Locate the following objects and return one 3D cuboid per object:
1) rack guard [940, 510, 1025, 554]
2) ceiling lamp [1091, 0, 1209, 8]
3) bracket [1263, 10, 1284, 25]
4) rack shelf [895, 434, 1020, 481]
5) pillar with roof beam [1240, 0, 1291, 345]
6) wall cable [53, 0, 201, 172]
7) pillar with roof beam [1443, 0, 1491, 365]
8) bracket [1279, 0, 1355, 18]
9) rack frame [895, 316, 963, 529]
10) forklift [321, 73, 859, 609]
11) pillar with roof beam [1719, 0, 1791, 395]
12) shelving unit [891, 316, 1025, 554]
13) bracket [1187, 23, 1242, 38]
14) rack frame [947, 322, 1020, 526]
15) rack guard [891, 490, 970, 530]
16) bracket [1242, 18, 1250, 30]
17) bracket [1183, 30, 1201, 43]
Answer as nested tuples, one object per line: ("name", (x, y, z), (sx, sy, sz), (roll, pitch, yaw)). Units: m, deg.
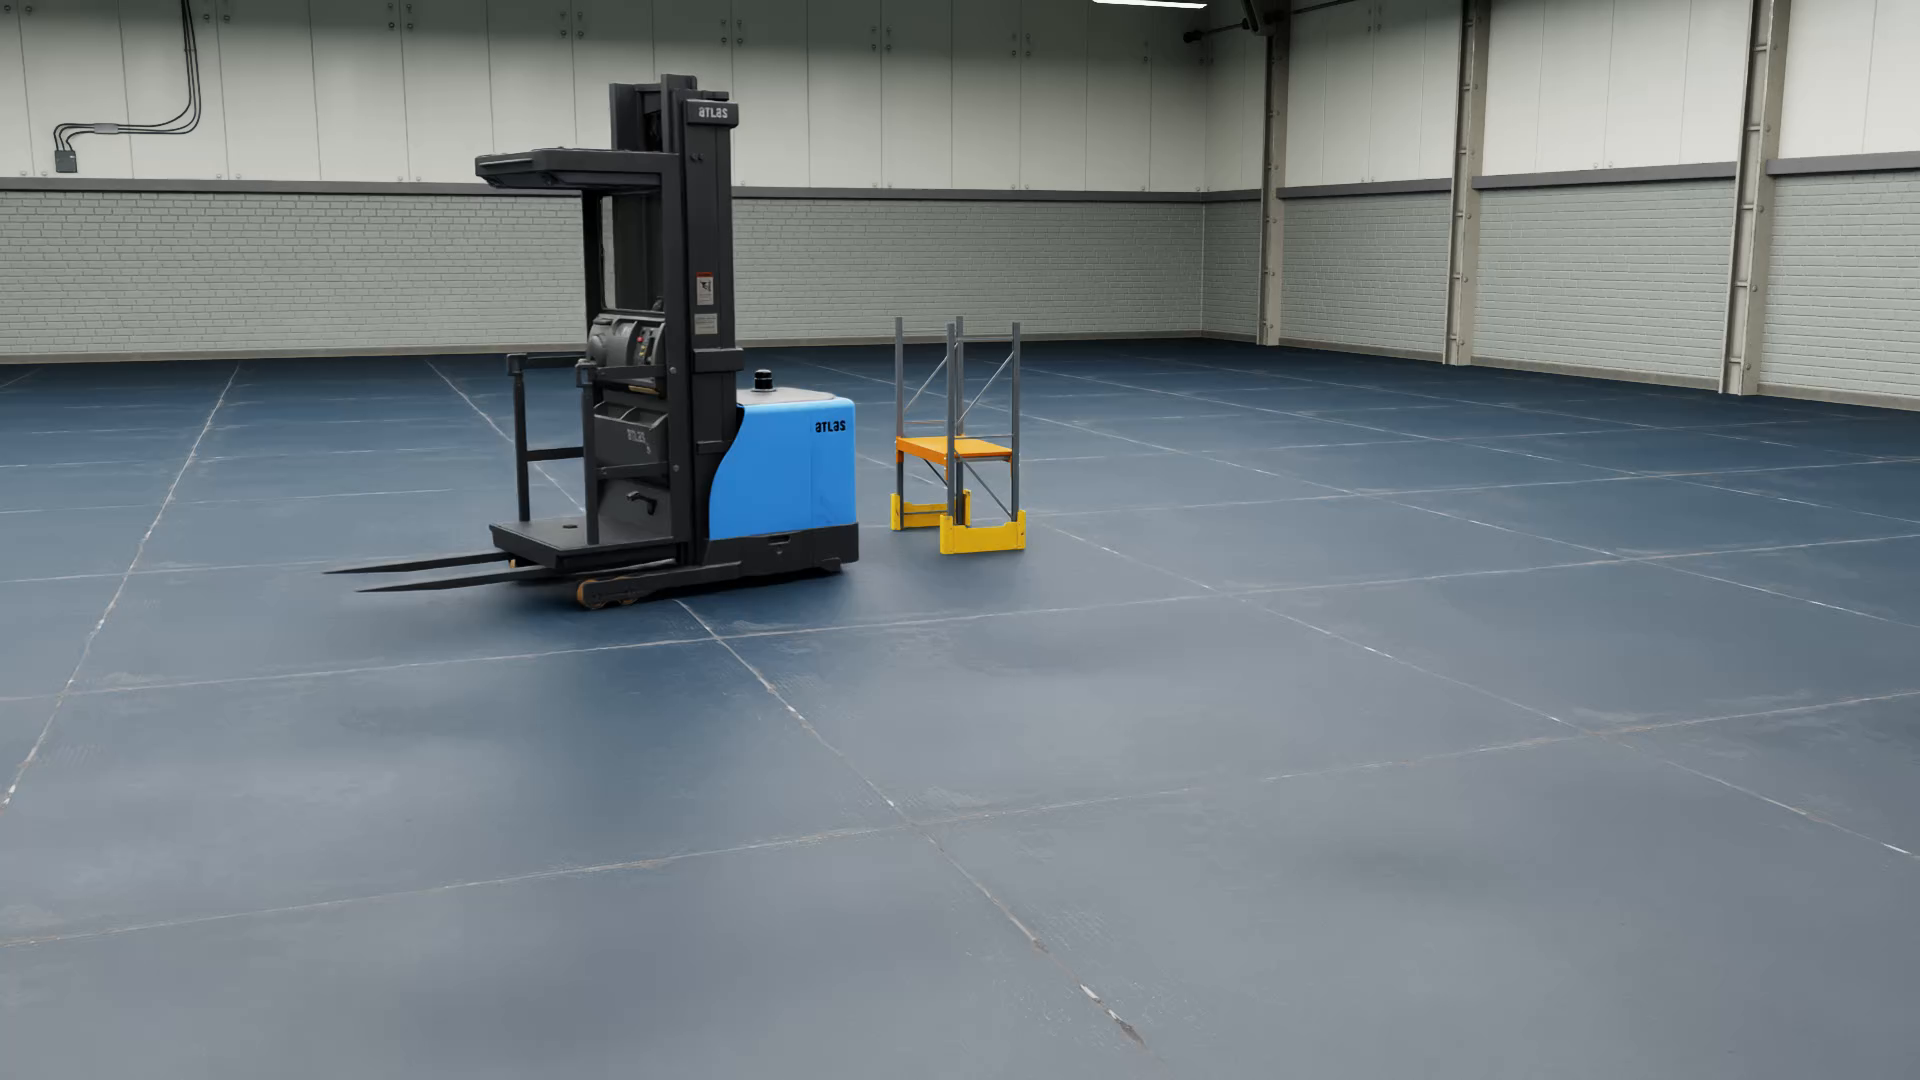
("rack guard", (0.153, -0.054, 11.011), (0.587, 0.250, 0.087), (-4, 11, -21))
("ceiling lamp", (3.006, -10.306, 26.996), (2.000, 3.185, 0.800), (-4, 11, -21))
("bracket", (6.048, -10.060, 32.000), (0.235, 0.232, 0.430), (-4, 11, -21))
("rack shelf", (-0.031, -0.575, 11.399), (0.538, 0.185, 1.000), (-4, 11, -21))
("pillar with roof beam", (2.216, -8.104, 31.286), (9.100, 9.000, 0.548), (-4, 11, -21))
("wall cable", (-14.111, -9.218, 27.834), (2.305, 6.003, 0.169), (-4, 11, -21))
("pillar with roof beam", (4.391, -7.125, 25.781), (9.100, 9.000, 0.400), (-4, 11, -21))
("bracket", (6.982, -9.639, 29.635), (0.076, 0.066, 4.783), (-4, 11, -21))
("rack frame", (-0.215, -0.835, 11.834), (0.500, 1.500, 0.032), (-4, 11, -21))
("forklift", (-2.116, -1.162, 9.583), (3.031, 2.935, 1.130), (-7, 12, -36))
("pillar with roof beam", (6.565, -6.146, 20.275), (9.100, 9.000, 0.400), (-4, 11, -21))
("shelving unit", (-0.028, -0.751, 11.359), (0.587, 1.500, 1.083), (-4, 11, -21))
("bracket", (5.103, -10.485, 34.394), (0.076, 0.066, 3.189), (-4, 11, -21))
("rack frame", (0.153, -0.669, 10.901), (0.500, 1.500, 0.032), (-4, 11, -21))
("rack guard", (-0.208, -0.217, 11.925), (0.587, 0.250, 0.087), (-4, 11, -21))
("bracket", (5.748, -10.195, 32.761), (0.235, 0.232, 0.430), (-4, 11, -21))
("bracket", (4.889, -10.582, 34.936), (0.235, 0.232, 0.430), (-4, 11, -21))
